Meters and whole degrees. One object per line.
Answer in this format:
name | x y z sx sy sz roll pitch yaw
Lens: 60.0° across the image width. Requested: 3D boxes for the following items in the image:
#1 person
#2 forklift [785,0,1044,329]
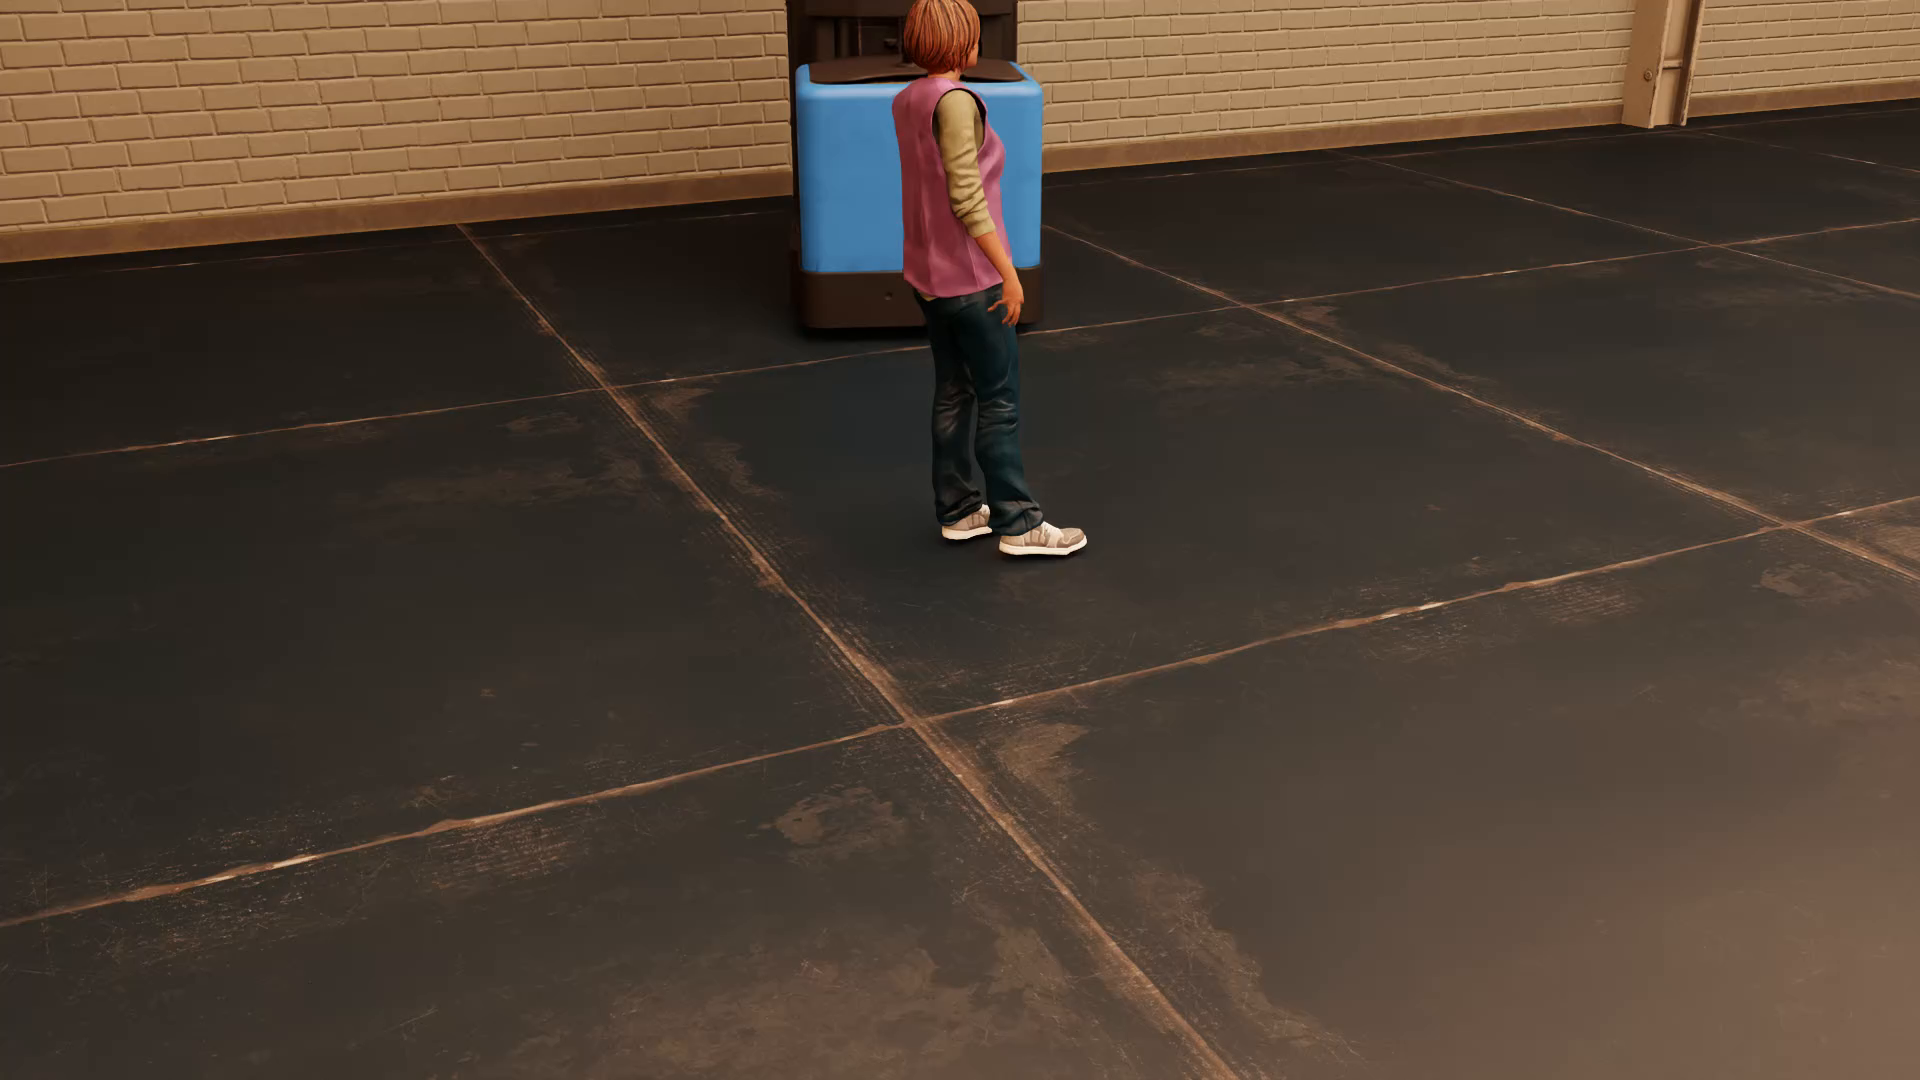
person | 0.074 -0.752 4.815 0.473 1.599 0.520 -10 25 -23
forklift | -0.297 -2.781 7.980 1.130 2.935 3.031 -2 23 -5
